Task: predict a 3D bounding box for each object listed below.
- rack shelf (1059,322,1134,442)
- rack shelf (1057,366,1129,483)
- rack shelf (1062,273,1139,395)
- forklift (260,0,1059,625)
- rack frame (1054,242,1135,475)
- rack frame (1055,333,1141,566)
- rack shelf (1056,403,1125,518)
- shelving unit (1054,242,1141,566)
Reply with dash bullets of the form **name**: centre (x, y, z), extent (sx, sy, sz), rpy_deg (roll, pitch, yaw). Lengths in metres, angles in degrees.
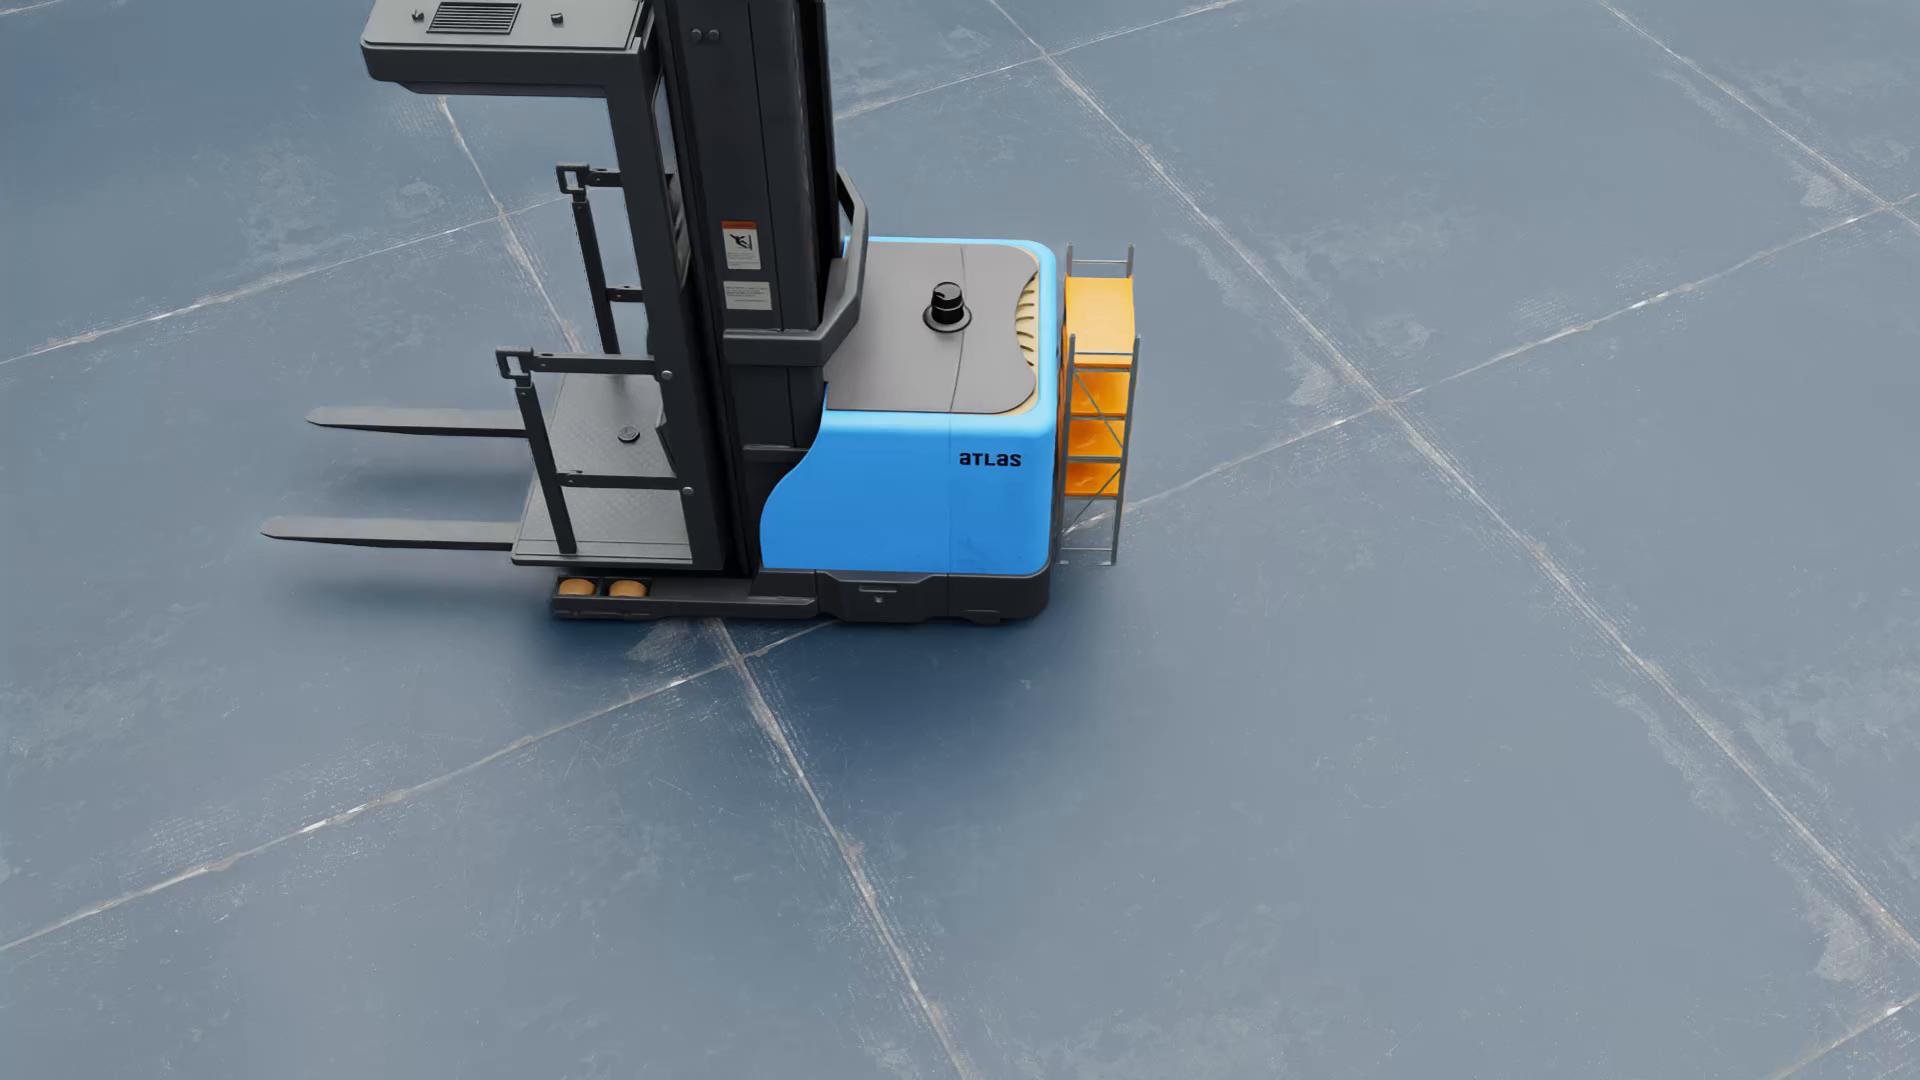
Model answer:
- **rack shelf**: centre (0.501, -0.588, 6.152), extent (0.258, 0.148, 0.480), rpy_deg (1, 49, 1)
- **rack shelf**: centre (0.501, -0.441, 6.320), extent (0.258, 0.148, 0.480), rpy_deg (1, 49, 1)
- **rack shelf**: centre (0.501, -0.744, 5.974), extent (0.258, 0.148, 0.480), rpy_deg (1, 49, 1)
- **forklift**: centre (-1.159, -1.054, 5.617), extent (3.031, 2.935, 1.130), rpy_deg (2, 49, 1)
- **rack frame**: centre (0.508, -0.669, 6.430), extent (0.240, 1.200, 0.015), rpy_deg (1, 49, 1)
- **rack frame**: centre (0.494, -0.301, 6.109), extent (0.240, 1.200, 0.015), rpy_deg (1, 49, 1)
- **rack shelf**: centre (0.501, -0.310, 6.470), extent (0.258, 0.148, 0.480), rpy_deg (1, 49, 1)
- **shelving unit**: centre (0.501, -0.485, 6.270), extent (0.258, 1.200, 0.503), rpy_deg (1, 49, 1)
